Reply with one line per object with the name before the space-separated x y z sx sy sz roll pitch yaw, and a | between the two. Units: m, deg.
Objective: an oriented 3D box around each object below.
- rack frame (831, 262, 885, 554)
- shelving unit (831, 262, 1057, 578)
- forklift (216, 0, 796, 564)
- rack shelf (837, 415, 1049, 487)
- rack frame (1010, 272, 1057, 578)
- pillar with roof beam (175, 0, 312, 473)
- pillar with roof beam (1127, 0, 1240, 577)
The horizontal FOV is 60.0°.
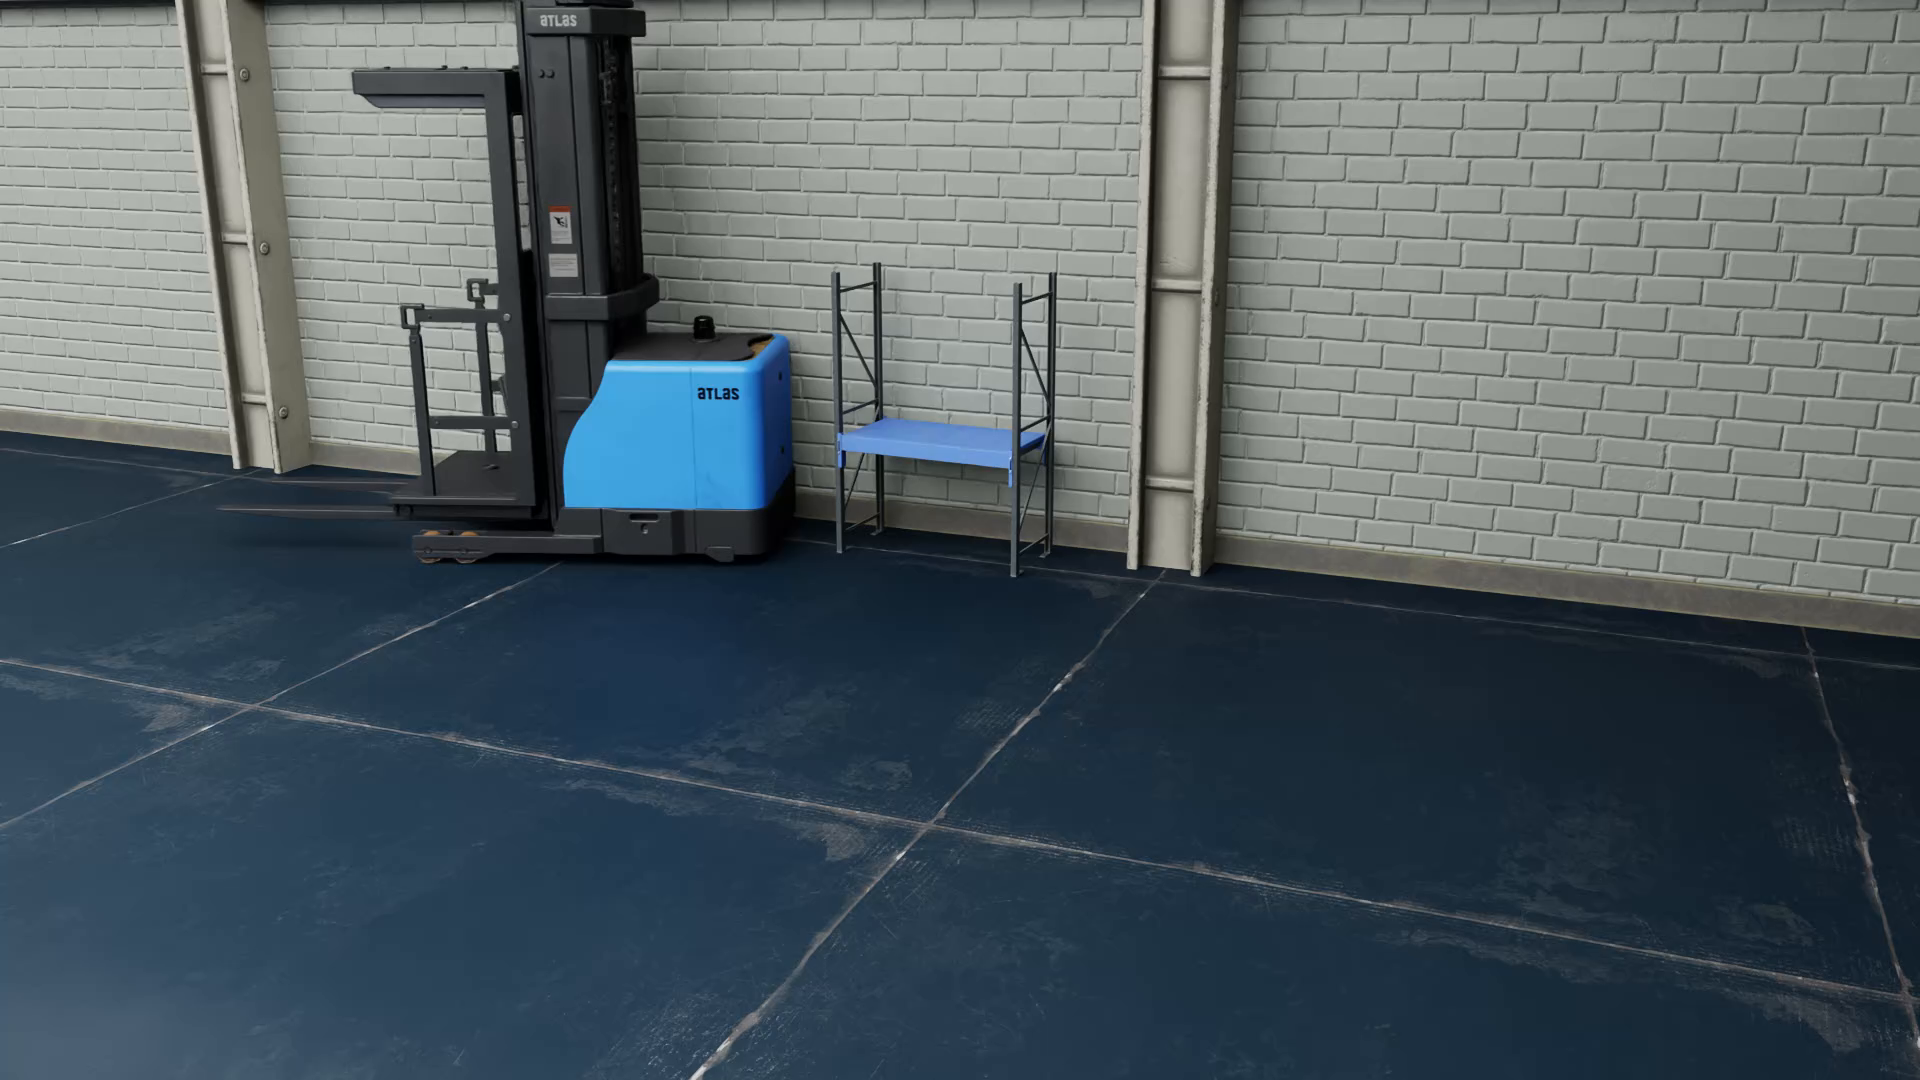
rack frame | -0.542 -0.711 8.934 0.032 1.500 0.500 7 18 24
shelving unit | -0.082 -0.651 8.727 1.048 1.500 0.538 7 18 24
forklift | -2.478 -1.429 8.837 3.031 2.935 1.130 1 16 3
rack shelf | -0.082 -0.479 8.777 1.000 0.185 0.538 7 18 24
rack frame | 0.378 -0.591 8.520 0.032 1.500 0.500 7 18 24
pillar with roof beam | -6.053 -3.691 5.746 0.400 9.000 9.100 6 17 21
pillar with roof beam | -0.471 -3.077 3.631 0.400 9.000 9.100 6 17 21
